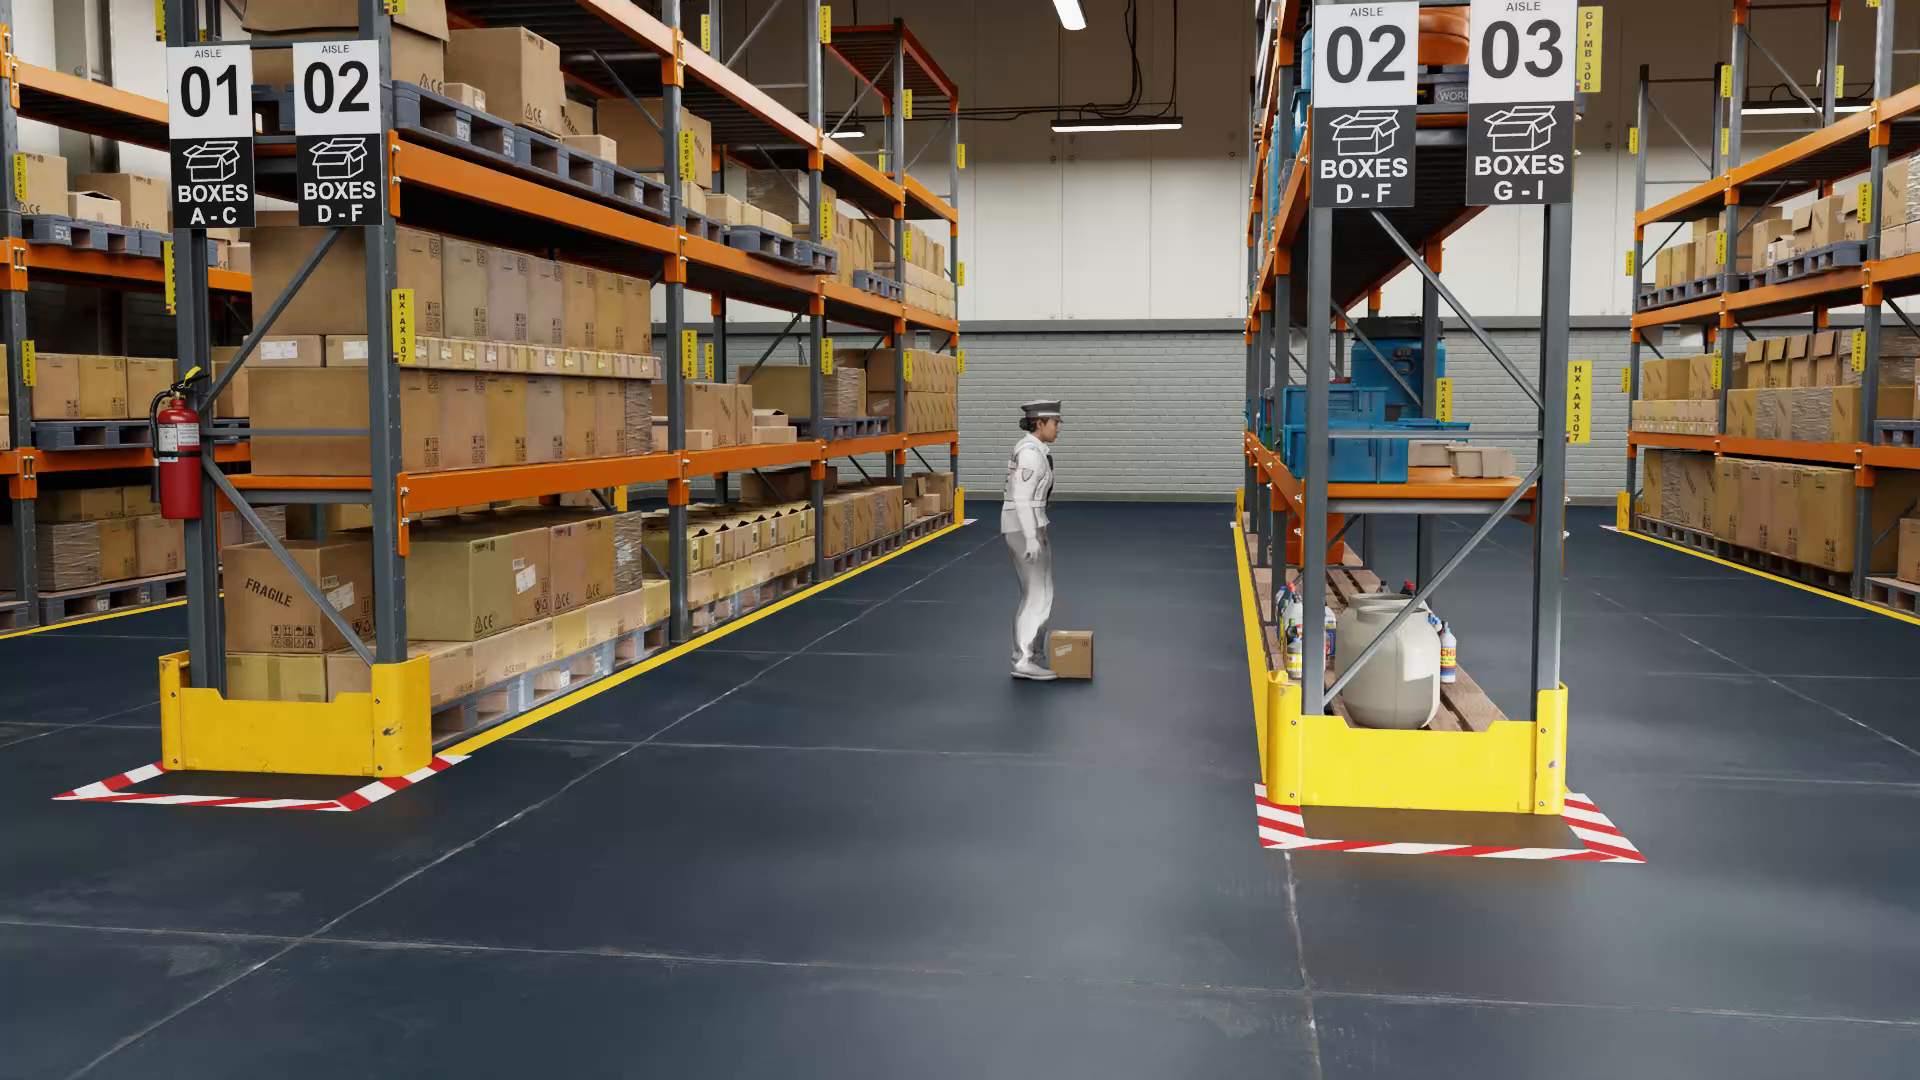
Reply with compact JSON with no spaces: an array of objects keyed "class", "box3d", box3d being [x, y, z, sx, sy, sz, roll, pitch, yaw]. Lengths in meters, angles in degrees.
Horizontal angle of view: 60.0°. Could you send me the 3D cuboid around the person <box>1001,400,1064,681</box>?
[{"class":"person","box3d":[0.452,-0.013,10.044,0.410,1.663,0.526,1,5,8]}]
